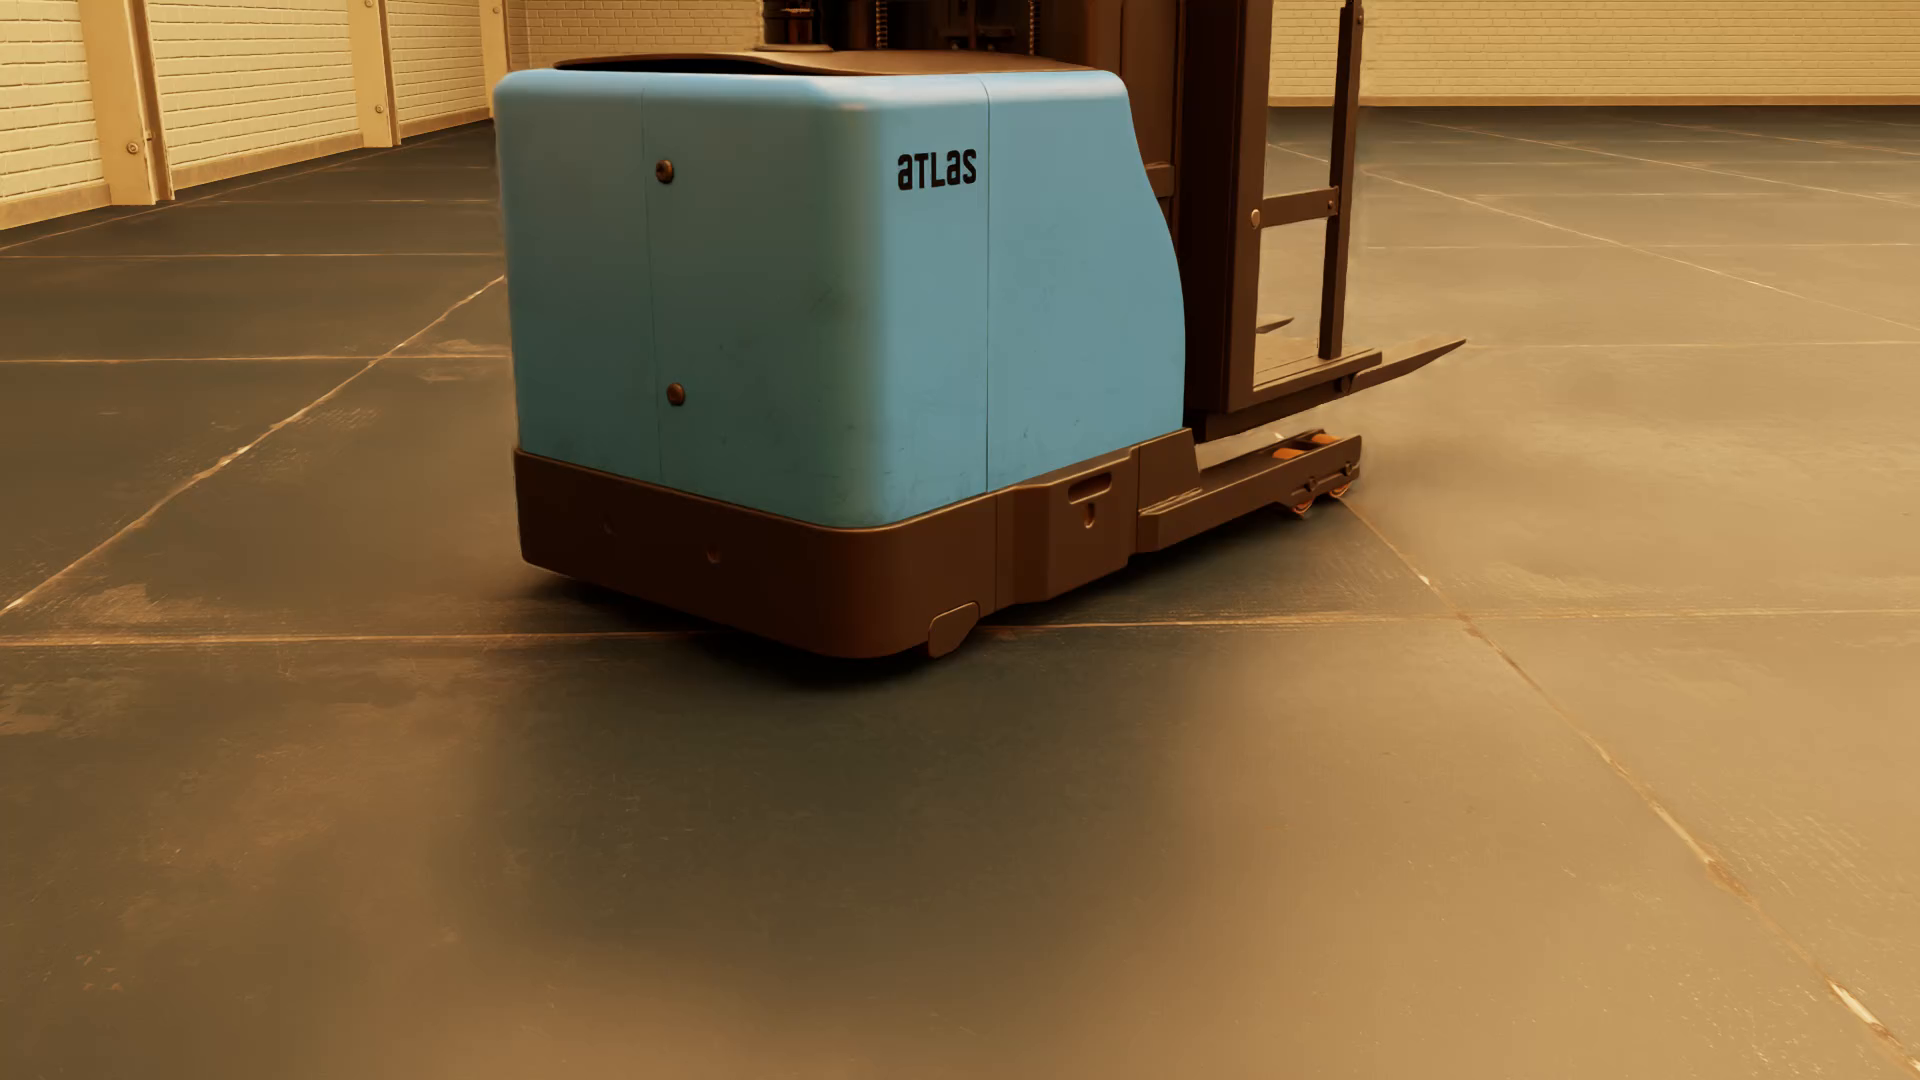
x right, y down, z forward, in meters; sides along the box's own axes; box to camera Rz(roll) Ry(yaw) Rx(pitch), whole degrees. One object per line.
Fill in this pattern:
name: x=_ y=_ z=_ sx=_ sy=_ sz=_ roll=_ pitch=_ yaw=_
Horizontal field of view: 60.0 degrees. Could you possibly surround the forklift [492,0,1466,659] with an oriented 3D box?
forklift: x=0.380 y=-1.546 z=3.962 sx=1.130 sy=2.935 sz=3.031 roll=13 pitch=22 yaw=37
